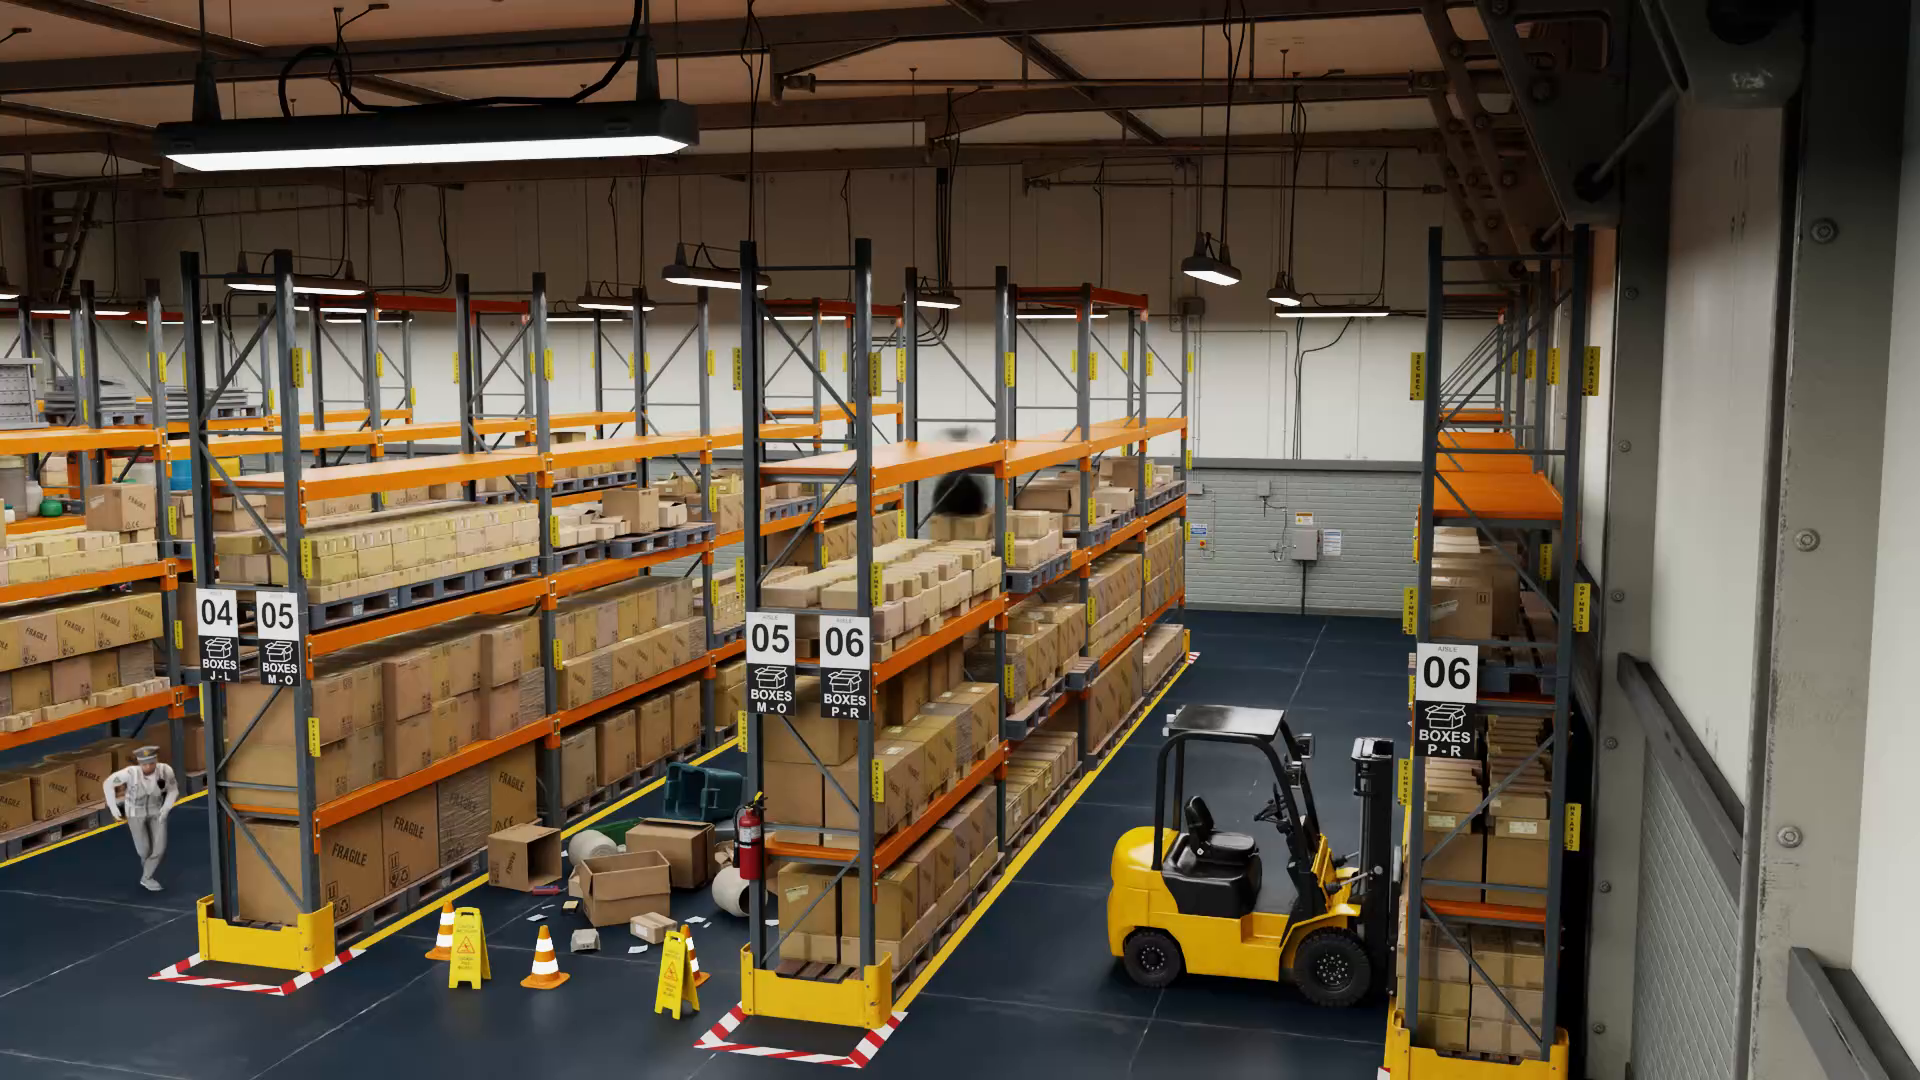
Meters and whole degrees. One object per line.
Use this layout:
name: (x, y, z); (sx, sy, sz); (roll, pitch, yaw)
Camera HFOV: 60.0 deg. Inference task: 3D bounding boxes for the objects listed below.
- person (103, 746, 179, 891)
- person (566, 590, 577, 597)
person: (-7.838, 2.663, 15.939); (0.642, 1.486, 0.790); (-4, 8, -32)
person: (-5.929, 1.534, 25.699); (0.518, 1.559, 0.657); (1, 7, 11)
